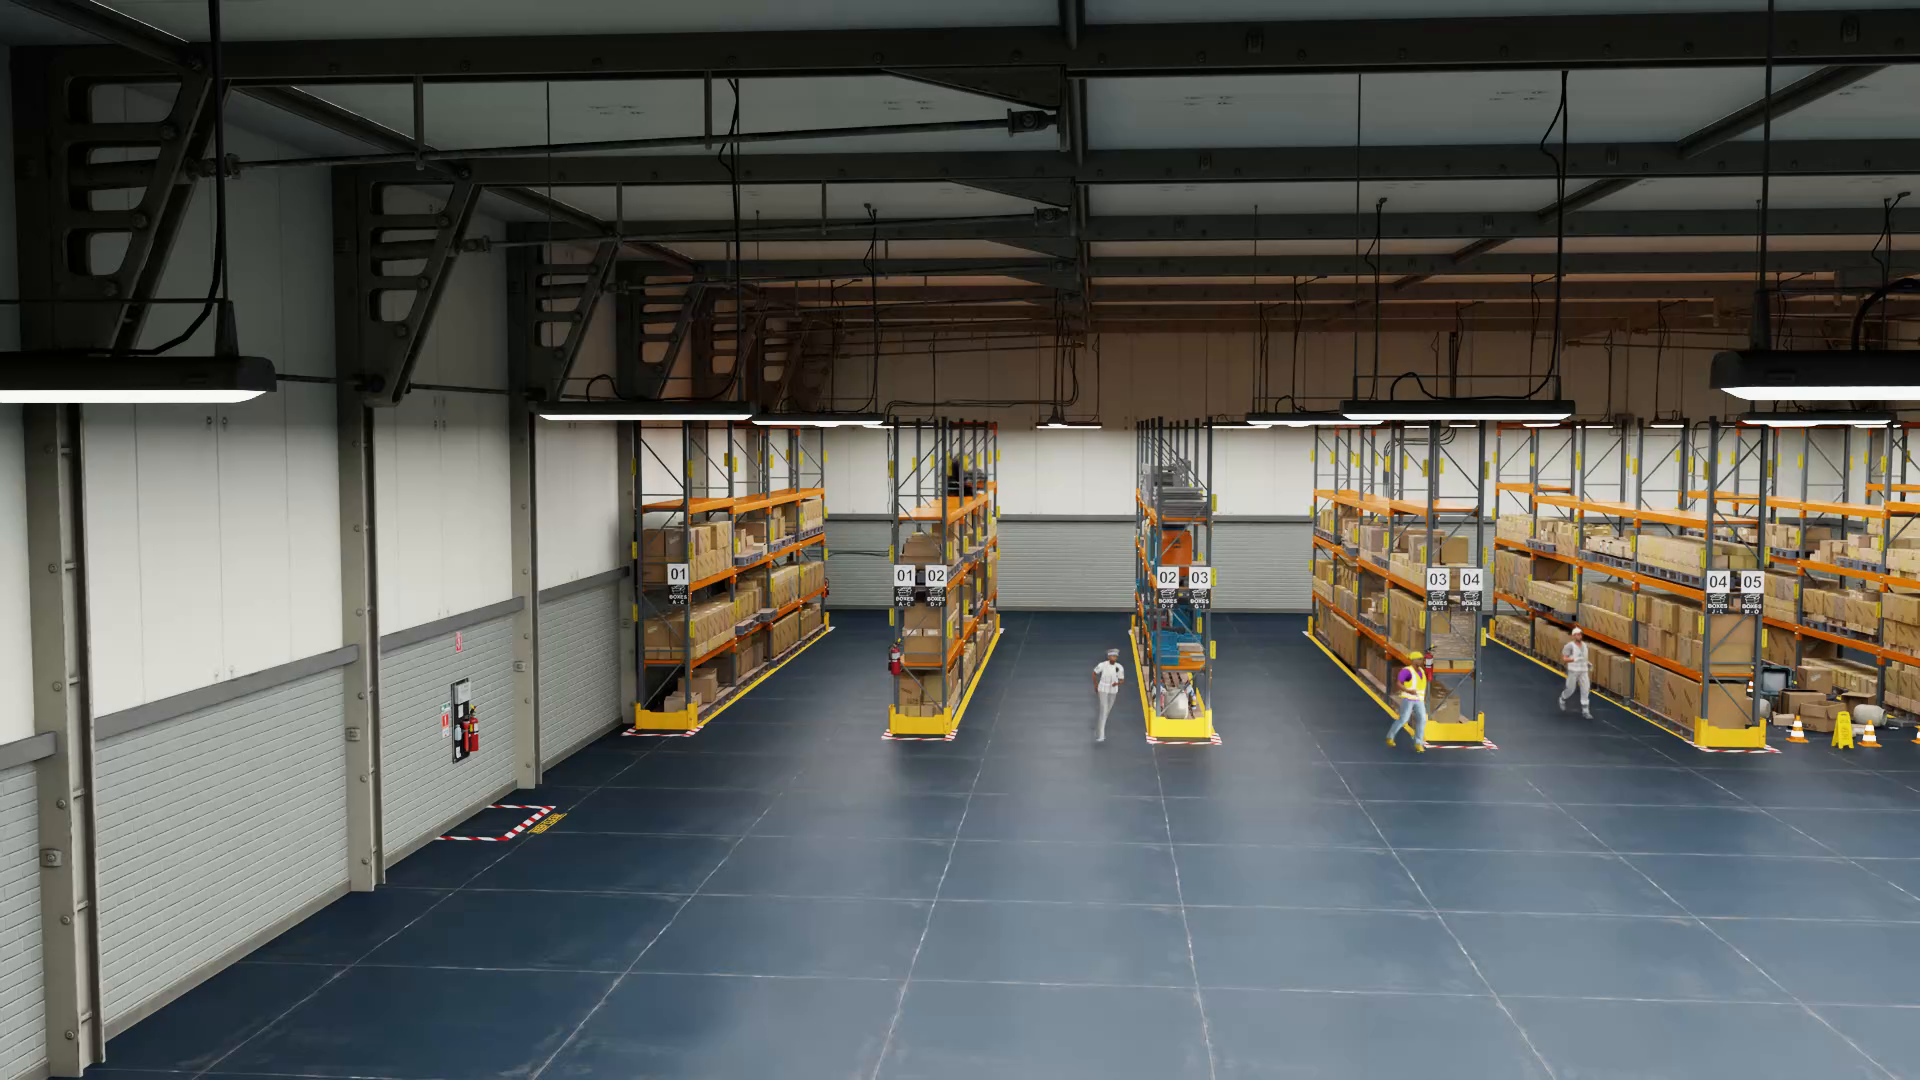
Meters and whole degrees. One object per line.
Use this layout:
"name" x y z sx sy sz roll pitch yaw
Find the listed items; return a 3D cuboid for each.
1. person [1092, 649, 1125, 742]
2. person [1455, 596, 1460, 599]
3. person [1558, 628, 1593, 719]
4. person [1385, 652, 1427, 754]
"person" 2.772 2.882 31.023 0.567 1.721 0.683 -1 4 -15
"person" 13.441 1.924 45.029 0.615 1.708 0.826 0 4 6
"person" 12.341 2.637 33.254 0.666 1.763 0.985 -1 4 -10
"person" 8.158 2.902 29.899 0.759 1.779 0.836 -2 4 -28
